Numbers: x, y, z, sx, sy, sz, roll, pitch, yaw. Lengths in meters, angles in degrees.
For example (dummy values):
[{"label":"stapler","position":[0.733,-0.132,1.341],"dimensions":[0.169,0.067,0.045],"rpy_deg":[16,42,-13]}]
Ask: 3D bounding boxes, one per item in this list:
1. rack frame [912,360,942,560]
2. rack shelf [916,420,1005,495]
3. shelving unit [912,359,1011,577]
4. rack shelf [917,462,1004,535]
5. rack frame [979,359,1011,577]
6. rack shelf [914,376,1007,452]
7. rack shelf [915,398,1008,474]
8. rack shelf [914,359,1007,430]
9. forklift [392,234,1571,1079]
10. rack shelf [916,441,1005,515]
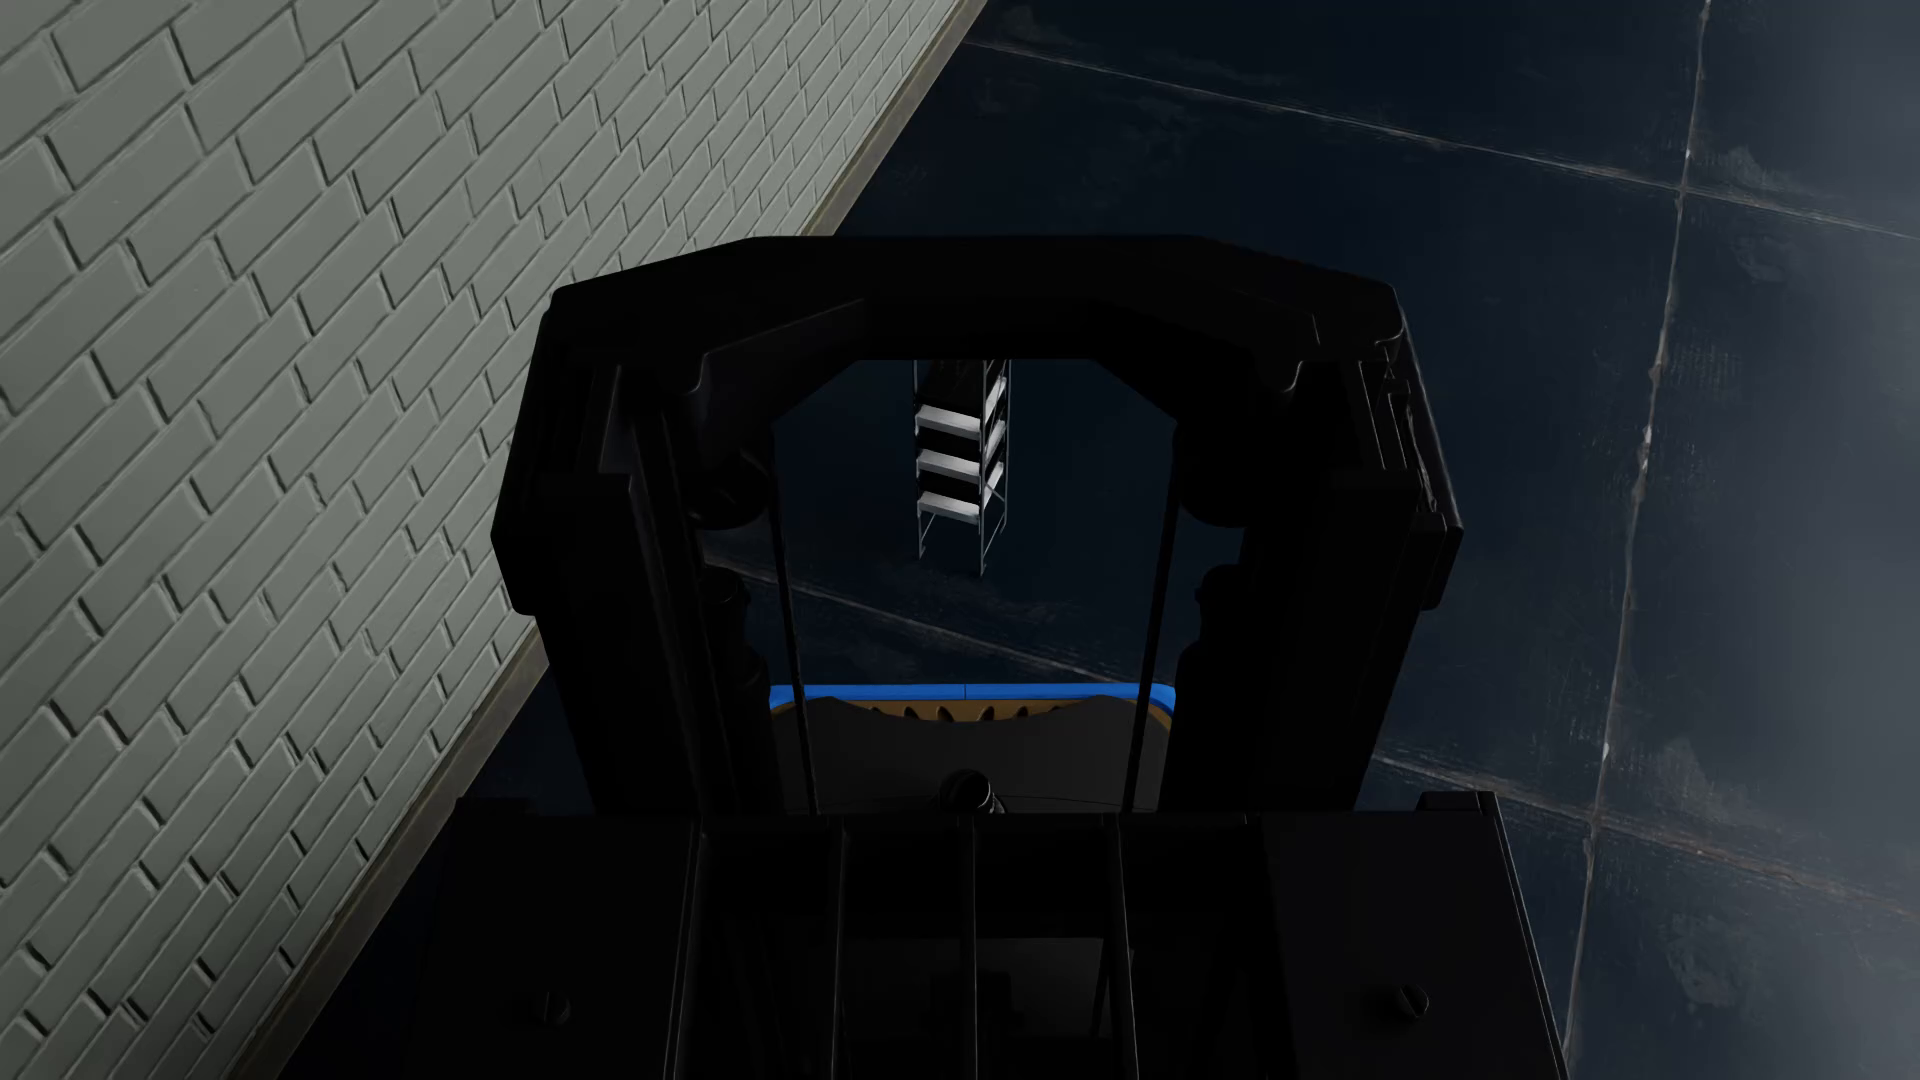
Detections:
[{"label":"rack frame","position":[-0.088,-0.319,4.931],"dimensions":[0.006,0.900,0.240],"rpy_deg":[16,51,13]},{"label":"rack shelf","position":[0.008,-0.271,4.933],"dimensions":[0.200,0.077,0.258],"rpy_deg":[16,51,13]},{"label":"shelving unit","position":[0.008,-0.293,4.908],"dimensions":[0.210,0.900,0.258],"rpy_deg":[16,51,13]},{"label":"rack shelf","position":[0.008,-0.153,5.069],"dimensions":[0.200,0.077,0.258],"rpy_deg":[16,51,13]},{"label":"rack frame","position":[0.103,-0.266,4.885],"dimensions":[0.006,0.900,0.240],"rpy_deg":[16,51,13]},{"label":"rack shelf","position":[0.008,-0.389,4.797],"dimensions":[0.200,0.077,0.258],"rpy_deg":[16,51,13]},{"label":"rack shelf","position":[0.008,-0.330,4.865],"dimensions":[0.200,0.077,0.258],"rpy_deg":[16,51,13]},{"label":"rack shelf","position":[0.008,-0.448,4.729],"dimensions":[0.200,0.077,0.258],"rpy_deg":[16,51,13]},{"label":"forklift","position":[0.020,1.168,2.298],"dimensions":[1.130,2.935,3.031],"rpy_deg":[0,49,0]},{"label":"rack shelf","position":[0.008,-0.212,5.001],"dimensions":[0.200,0.077,0.258],"rpy_deg":[16,51,13]}]
